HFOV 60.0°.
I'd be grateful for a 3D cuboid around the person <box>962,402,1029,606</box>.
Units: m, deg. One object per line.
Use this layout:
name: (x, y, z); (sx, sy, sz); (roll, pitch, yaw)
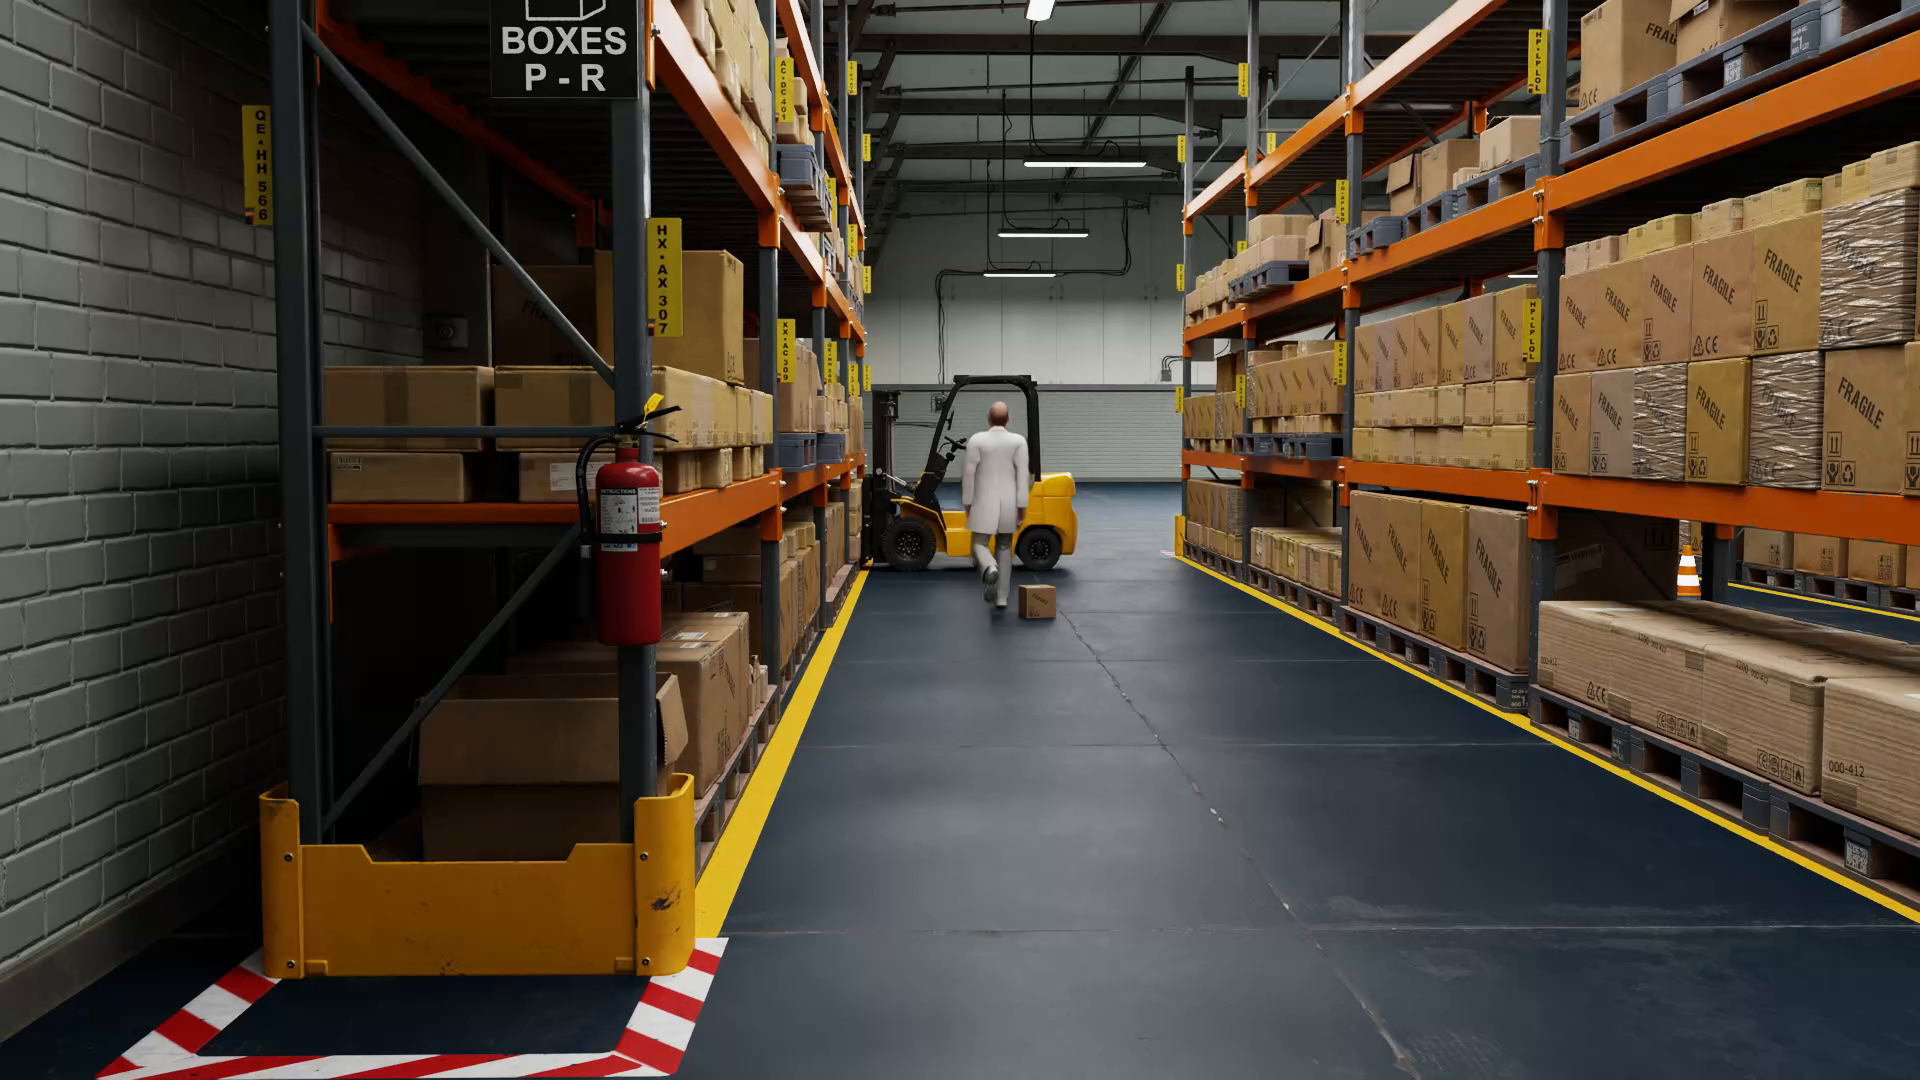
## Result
person: (0.305, -0.301, 14.204); (0.570, 1.755, 0.794); (0, 4, -8)
